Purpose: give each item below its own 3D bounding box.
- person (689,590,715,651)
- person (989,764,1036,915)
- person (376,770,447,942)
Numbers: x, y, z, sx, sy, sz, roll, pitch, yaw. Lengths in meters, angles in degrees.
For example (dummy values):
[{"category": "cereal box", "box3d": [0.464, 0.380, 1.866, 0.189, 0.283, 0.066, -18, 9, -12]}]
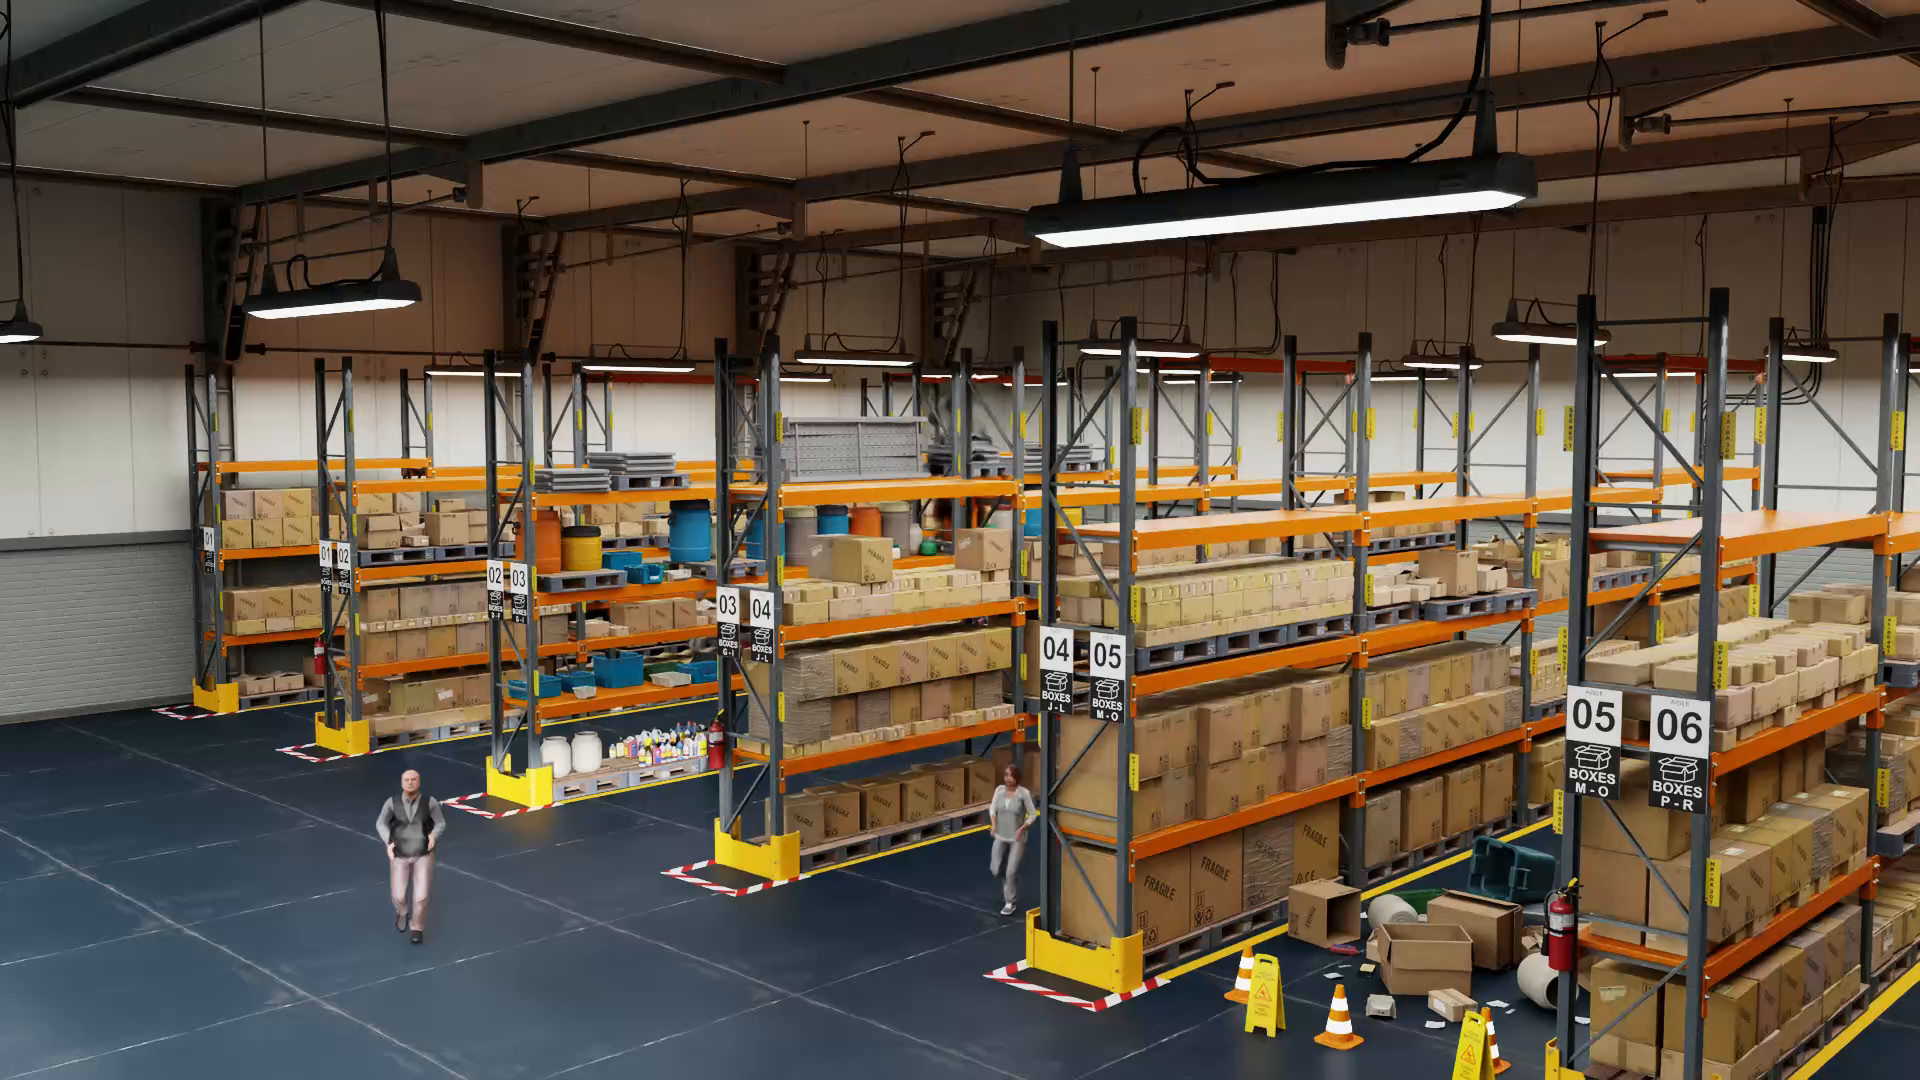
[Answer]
[{"category": "person", "box3d": [-5.159, 1.770, 32.985, 0.659, 1.732, 0.622, 3, 5, 35]}, {"category": "person", "box3d": [0.523, 3.077, 17.135, 0.523, 1.554, 0.531, 2, 5, 19]}, {"category": "person", "box3d": [-5.342, 3.084, 16.214, 0.655, 1.672, 0.598, -1, 5, -18]}]
